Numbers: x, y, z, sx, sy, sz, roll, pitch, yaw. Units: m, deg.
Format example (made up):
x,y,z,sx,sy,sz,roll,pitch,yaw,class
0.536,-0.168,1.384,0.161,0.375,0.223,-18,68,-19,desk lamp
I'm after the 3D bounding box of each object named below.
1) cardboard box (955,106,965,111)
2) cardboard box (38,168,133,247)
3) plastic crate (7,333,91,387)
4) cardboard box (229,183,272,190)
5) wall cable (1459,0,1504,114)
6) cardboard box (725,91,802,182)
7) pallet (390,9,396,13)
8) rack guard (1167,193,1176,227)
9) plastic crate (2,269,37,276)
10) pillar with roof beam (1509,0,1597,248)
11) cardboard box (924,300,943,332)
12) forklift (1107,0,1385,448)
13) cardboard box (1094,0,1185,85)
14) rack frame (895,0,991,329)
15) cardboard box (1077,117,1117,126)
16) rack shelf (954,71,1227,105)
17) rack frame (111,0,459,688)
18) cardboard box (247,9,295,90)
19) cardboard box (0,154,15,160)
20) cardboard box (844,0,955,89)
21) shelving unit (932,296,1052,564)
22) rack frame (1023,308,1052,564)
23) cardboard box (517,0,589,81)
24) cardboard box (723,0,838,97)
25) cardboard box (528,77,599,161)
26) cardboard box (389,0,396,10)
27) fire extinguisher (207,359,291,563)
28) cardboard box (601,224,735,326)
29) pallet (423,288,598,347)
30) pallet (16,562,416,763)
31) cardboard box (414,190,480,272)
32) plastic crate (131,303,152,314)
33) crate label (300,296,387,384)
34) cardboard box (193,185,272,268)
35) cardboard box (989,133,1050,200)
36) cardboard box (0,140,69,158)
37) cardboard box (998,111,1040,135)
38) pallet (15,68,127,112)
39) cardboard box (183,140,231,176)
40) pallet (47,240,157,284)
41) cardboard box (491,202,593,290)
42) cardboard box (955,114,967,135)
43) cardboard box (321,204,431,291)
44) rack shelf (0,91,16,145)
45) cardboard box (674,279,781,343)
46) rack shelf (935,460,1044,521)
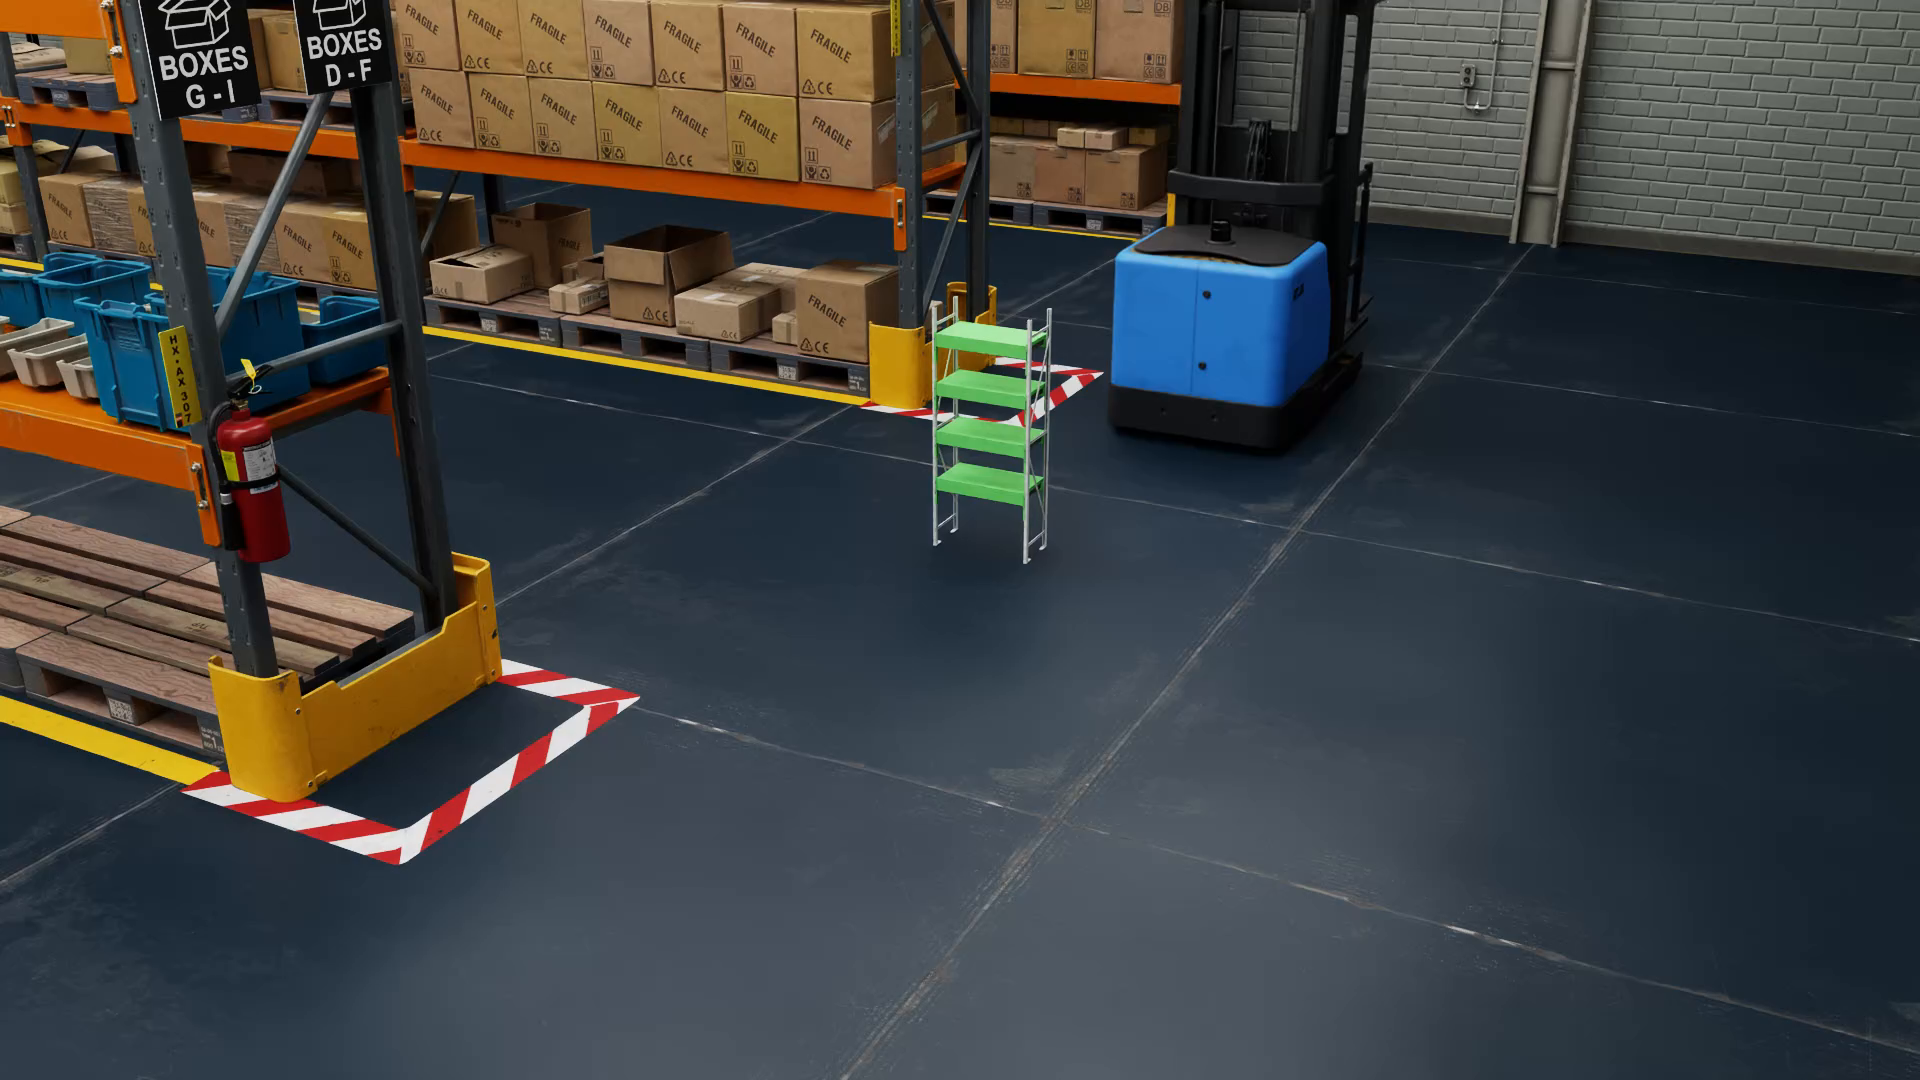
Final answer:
x,y,z,sx,sy,sz,roll,pitch,yaw,class
-0.140,-3.951,15.536,0.250,0.149,0.380,10,25,23,cardboard box
-6.952,-2.668,13.324,0.500,0.500,0.500,12,26,27,cardboard box
-3.389,-0.698,6.318,0.243,0.136,0.396,11,25,25,plastic crate
-5.356,-2.584,13.124,0.500,0.500,0.500,10,25,23,cardboard box
3.712,-4.686,14.139,1.851,1.984,0.084,11,25,25,wall cable
-1.077,-2.504,10.178,0.500,0.500,0.500,11,26,25,cardboard box
-5.681,-5.528,17.660,1.003,0.211,1.213,11,25,25,pallet
2.164,-2.960,14.572,0.348,0.500,1.175,11,25,25,rack guard
-4.208,-1.065,7.181,0.466,0.136,0.293,11,25,25,plastic crate
3.000,-5.197,8.972,0.400,9.000,9.100,11,25,25,pillar with roof beam
-0.308,-1.468,10.951,0.250,0.149,0.380,11,25,25,cardboard box
1.952,-2.402,10.153,1.130,2.935,3.031,11,25,24,forklift
1.682,-4.339,14.237,0.700,0.700,0.980,12,26,27,cardboard box
-0.090,-2.384,10.023,0.127,3.000,1.000,11,25,25,rack frame
1.222,-3.682,14.903,0.250,0.149,0.380,11,26,25,cardboard box
0.357,-4.137,15.064,4.000,0.370,1.077,11,25,25,rack shelf
-2.328,-0.655,5.956,0.127,3.000,1.000,11,25,25,rack frame
-5.264,-3.620,12.265,0.500,0.500,0.700,5,24,11,cardboard box
-8.274,-3.078,13.916,0.500,0.311,0.500,11,25,24,cardboard box
-0.367,-3.060,10.208,0.500,0.500,0.500,12,26,26,cardboard box
0.148,-0.523,7.946,0.503,1.200,0.258,11,25,25,shelving unit
0.365,-0.480,7.845,0.015,1.200,0.240,11,25,25,rack frame
-2.447,-3.233,10.614,0.500,0.500,0.500,10,25,23,cardboard box
-1.062,-2.961,9.976,0.500,0.500,0.500,12,26,26,cardboard box
-2.424,-2.773,10.809,0.500,0.500,0.500,11,25,24,cardboard box
-5.932,-5.944,17.705,0.500,0.500,0.700,9,25,20,cardboard box
-2.398,-0.262,5.609,0.183,0.674,0.296,11,25,25,fire extinguisher
-1.980,-1.814,11.310,0.637,0.503,0.797,11,25,25,cardboard box
-3.047,-1.685,11.943,1.213,0.211,1.003,11,25,25,pallet
-3.046,0.469,6.876,1.213,0.211,1.003,11,25,25,pallet
-3.981,-2.313,12.488,0.500,0.500,0.500,10,25,22,cardboard box
-3.254,-0.925,6.852,0.298,0.136,0.250,11,25,25,plastic crate
-2.400,-0.764,6.350,0.303,0.233,0.416,11,25,25,crate label
-5.569,-2.397,12.686,0.500,0.500,0.500,10,25,23,cardboard box
0.577,-3.423,15.124,0.500,0.500,0.700,10,25,23,cardboard box
-8.036,-3.267,14.360,0.500,0.311,0.500,11,25,23,cardboard box
0.542,-3.816,15.218,0.250,0.149,0.380,11,26,25,cardboard box
-6.592,-3.613,13.158,1.003,0.211,1.213,11,25,25,pallet
-6.236,-3.102,13.385,0.500,0.250,0.500,12,26,27,cardboard box
-6.580,-2.368,13.549,1.213,0.211,1.003,11,25,25,pallet
-3.023,-2.141,12.083,0.500,0.500,0.500,11,25,25,cardboard box
-0.117,-3.778,15.130,0.250,0.149,0.380,10,25,23,cardboard box
-4.229,-2.129,12.056,0.500,0.500,0.500,11,25,24,cardboard box
-9.014,-3.819,14.316,4.000,0.370,1.077,11,25,25,rack shelf
-1.520,-1.509,10.917,0.500,0.250,0.500,11,25,25,cardboard box
0.148,-0.243,8.065,0.480,0.148,0.258,11,25,25,rack shelf
